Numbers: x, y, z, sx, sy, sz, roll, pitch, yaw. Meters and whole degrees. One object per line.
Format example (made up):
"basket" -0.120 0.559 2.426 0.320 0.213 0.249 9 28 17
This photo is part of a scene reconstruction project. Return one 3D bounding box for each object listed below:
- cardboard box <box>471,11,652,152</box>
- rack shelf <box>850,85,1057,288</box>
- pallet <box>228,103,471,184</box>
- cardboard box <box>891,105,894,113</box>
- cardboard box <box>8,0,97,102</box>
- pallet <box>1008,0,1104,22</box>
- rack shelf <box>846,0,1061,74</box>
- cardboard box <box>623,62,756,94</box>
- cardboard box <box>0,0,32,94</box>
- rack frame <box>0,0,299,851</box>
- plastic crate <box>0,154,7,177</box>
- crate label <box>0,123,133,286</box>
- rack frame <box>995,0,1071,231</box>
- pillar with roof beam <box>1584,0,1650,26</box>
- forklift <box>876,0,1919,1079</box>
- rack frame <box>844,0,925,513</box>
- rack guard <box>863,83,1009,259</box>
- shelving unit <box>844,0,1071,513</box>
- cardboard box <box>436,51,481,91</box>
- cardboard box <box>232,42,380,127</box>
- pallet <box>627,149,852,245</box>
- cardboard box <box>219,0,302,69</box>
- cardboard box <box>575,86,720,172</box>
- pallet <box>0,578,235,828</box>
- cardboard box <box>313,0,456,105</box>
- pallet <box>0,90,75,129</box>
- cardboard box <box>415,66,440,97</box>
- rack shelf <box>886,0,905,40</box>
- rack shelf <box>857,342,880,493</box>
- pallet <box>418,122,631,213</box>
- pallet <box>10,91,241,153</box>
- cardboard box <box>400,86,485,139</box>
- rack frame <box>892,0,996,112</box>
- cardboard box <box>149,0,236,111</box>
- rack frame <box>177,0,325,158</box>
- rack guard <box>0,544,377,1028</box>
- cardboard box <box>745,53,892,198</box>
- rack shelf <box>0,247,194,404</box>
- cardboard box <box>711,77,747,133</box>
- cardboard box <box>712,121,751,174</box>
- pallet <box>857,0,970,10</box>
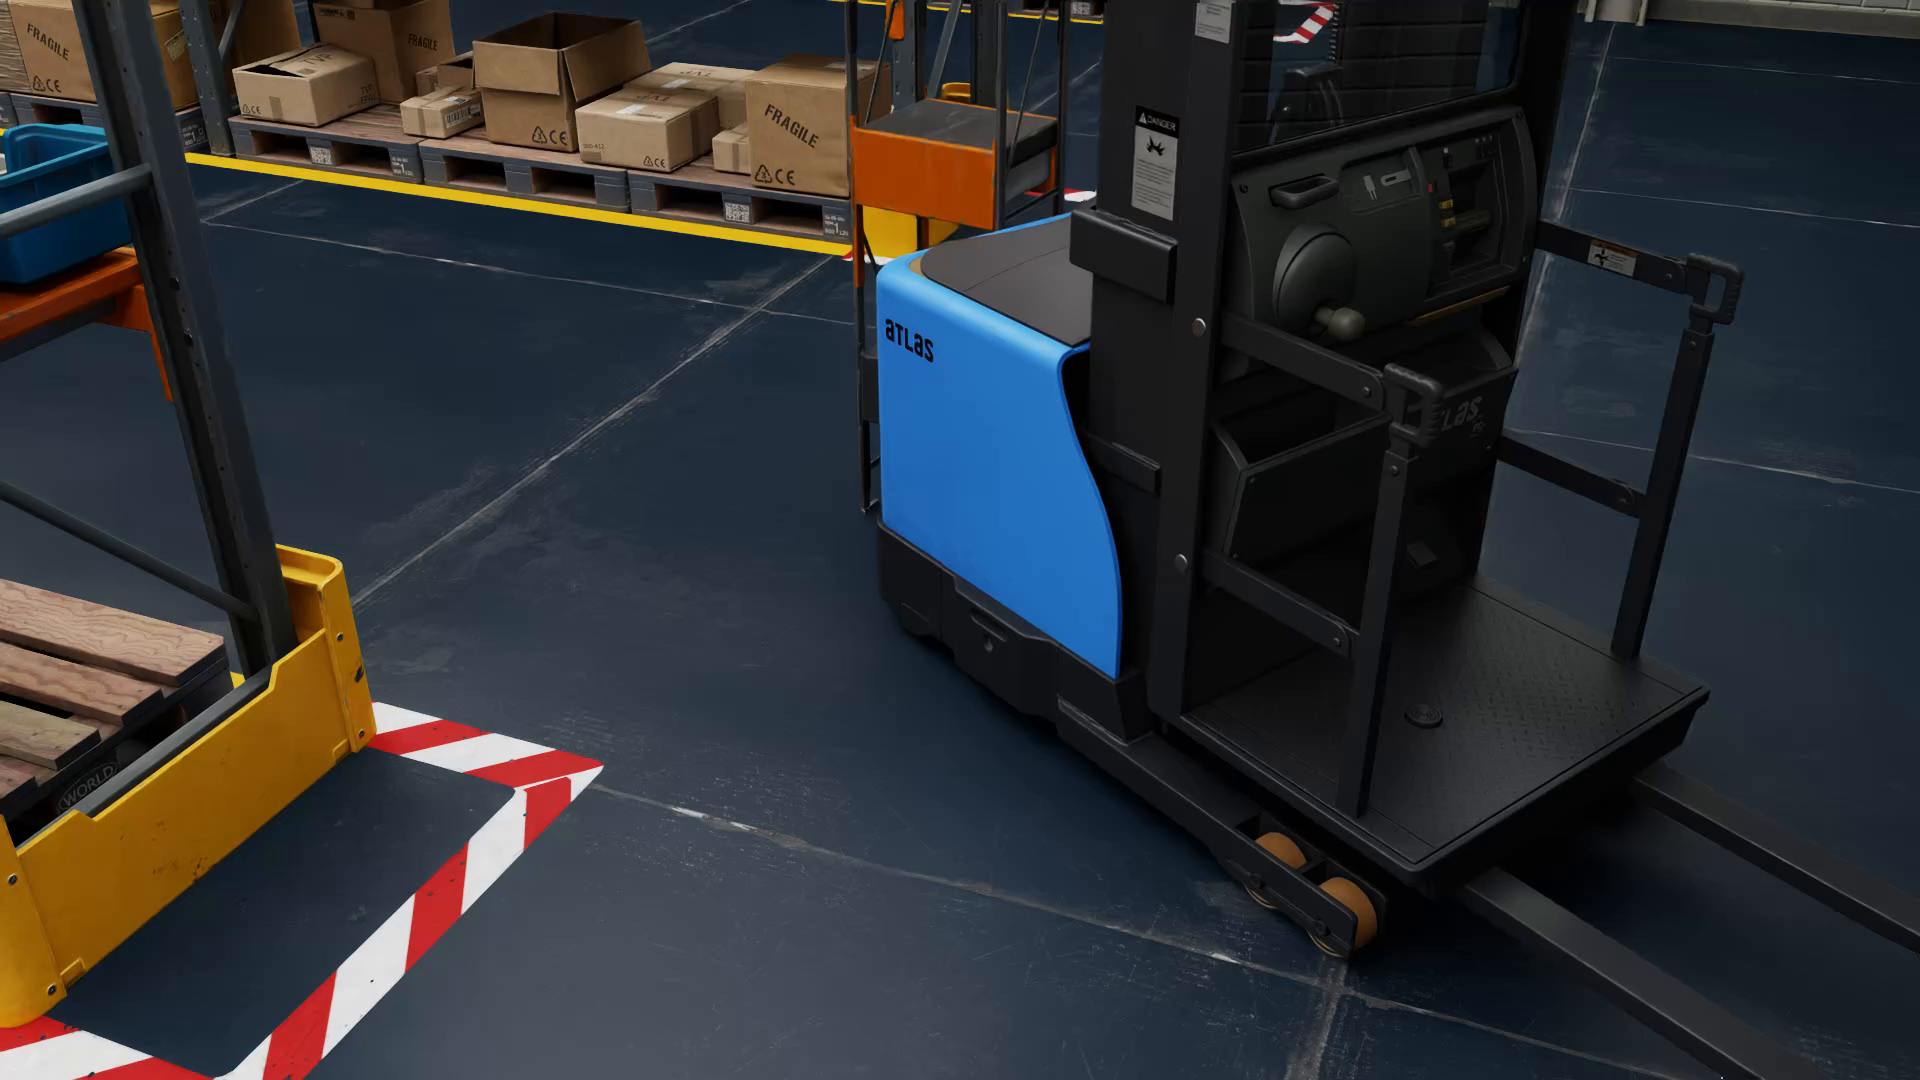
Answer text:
"cardboard box" -2.011 -2.335 8.423 0.637 0.503 0.797 11 31 19
"rack shelf" -0.005 -1.014 4.939 0.480 0.518 0.431 16 33 26
"pallet" -3.118 -2.234 8.989 1.213 0.211 1.003 11 31 19
"cardboard box" -0.307 -2.021 8.226 0.250 0.149 0.380 11 31 19
"cardboard box" -4.774 -2.735 9.134 0.500 0.500 0.500 11 31 19
"pallet" 1.041 -3.994 12.101 1.213 0.211 1.003 11 31 19
"rack shelf" -0.005 -1.624 4.594 0.480 0.518 0.431 16 33 26
"cardboard box" -1.372 -2.245 8.521 0.500 0.250 0.500 11 31 19
"cardboard box" -5.239 -2.828 9.298 0.500 0.500 0.500 12 32 20
"rack frame" -1.914 -0.578 3.224 0.127 3.000 1.000 11 31 19
"plastic crate" -2.285 -0.782 3.793 0.298 0.136 0.250 11 31 19
"crate label" -2.019 -0.727 3.597 0.303 0.233 0.416 11 31 19
"rack frame" 0.205 -0.965 4.824 0.015 2.100 0.400 16 33 26
"pillar with roof beam" 3.020 -5.639 6.081 0.400 9.000 9.100 11 31 19
"forklift" 1.055 -0.643 3.408 1.130 2.935 3.031 -21 35 -32
"rack frame" -0.215 -1.087 5.040 0.015 2.100 0.400 16 33 26
"rack guard" -0.118 -1.762 7.859 0.348 0.500 1.175 11 31 19
"shelving unit" -0.005 -1.026 4.932 0.503 2.100 0.431 16 33 26
"cardboard box" -2.425 -2.482 8.878 0.500 0.311 0.500 11 31 19
"cardboard box" -3.447 -2.421 8.770 0.500 0.311 0.500 11 31 19
"pallet" -0.857 -1.783 8.190 1.213 0.211 1.003 11 31 19
"cardboard box" -4.111 -2.880 9.390 0.500 0.500 0.500 10 31 17
"cardboard box" -1.513 -2.008 8.102 0.500 0.250 0.500 11 31 19
"pallet" -2.663 0.466 4.212 1.213 0.211 1.003 11 31 19
"cardboard box" -3.120 -2.703 9.077 0.500 0.500 0.500 11 31 19
"pallet" -5.657 -2.720 9.848 1.213 0.211 1.003 11 31 19
"cardboard box" -2.750 -2.508 9.089 0.250 0.149 0.380 11 31 19
"rack shelf" -1.901 -2.893 8.051 4.000 0.370 1.077 11 31 19
"rack shelf" -0.005 -0.405 5.283 0.480 0.518 0.431 16 33 26
"pallet" -1.984 -2.009 8.591 1.213 0.211 1.003 11 31 19
"pallet" -4.522 -2.495 9.450 1.213 0.211 1.003 11 31 19
"cardboard box" -2.641 -2.202 8.530 0.250 0.166 0.380 11 31 19
"rack frame" -0.048 -2.836 7.219 0.127 3.000 1.000 11 31 19
"cardboard box" -4.319 -2.640 8.965 0.500 0.500 0.500 11 31 19
"rack frame" -3.754 -3.576 8.528 0.127 3.000 1.000 11 31 19
"rack guard" -1.886 0.509 3.842 0.348 0.500 1.175 11 31 19
"cardboard box" -0.644 -1.928 7.705 0.500 0.500 0.500 11 31 19
"rack shelf" -3.767 -0.635 4.056 4.000 0.370 1.077 11 31 19
"cardboard box" -0.908 -2.153 8.358 0.500 0.250 0.500 11 31 19
"cardboard box" -0.986 -1.898 7.992 0.250 0.166 0.380 11 31 19
"pallet" -0.086 -4.220 12.502 1.213 0.211 1.003 11 31 19
